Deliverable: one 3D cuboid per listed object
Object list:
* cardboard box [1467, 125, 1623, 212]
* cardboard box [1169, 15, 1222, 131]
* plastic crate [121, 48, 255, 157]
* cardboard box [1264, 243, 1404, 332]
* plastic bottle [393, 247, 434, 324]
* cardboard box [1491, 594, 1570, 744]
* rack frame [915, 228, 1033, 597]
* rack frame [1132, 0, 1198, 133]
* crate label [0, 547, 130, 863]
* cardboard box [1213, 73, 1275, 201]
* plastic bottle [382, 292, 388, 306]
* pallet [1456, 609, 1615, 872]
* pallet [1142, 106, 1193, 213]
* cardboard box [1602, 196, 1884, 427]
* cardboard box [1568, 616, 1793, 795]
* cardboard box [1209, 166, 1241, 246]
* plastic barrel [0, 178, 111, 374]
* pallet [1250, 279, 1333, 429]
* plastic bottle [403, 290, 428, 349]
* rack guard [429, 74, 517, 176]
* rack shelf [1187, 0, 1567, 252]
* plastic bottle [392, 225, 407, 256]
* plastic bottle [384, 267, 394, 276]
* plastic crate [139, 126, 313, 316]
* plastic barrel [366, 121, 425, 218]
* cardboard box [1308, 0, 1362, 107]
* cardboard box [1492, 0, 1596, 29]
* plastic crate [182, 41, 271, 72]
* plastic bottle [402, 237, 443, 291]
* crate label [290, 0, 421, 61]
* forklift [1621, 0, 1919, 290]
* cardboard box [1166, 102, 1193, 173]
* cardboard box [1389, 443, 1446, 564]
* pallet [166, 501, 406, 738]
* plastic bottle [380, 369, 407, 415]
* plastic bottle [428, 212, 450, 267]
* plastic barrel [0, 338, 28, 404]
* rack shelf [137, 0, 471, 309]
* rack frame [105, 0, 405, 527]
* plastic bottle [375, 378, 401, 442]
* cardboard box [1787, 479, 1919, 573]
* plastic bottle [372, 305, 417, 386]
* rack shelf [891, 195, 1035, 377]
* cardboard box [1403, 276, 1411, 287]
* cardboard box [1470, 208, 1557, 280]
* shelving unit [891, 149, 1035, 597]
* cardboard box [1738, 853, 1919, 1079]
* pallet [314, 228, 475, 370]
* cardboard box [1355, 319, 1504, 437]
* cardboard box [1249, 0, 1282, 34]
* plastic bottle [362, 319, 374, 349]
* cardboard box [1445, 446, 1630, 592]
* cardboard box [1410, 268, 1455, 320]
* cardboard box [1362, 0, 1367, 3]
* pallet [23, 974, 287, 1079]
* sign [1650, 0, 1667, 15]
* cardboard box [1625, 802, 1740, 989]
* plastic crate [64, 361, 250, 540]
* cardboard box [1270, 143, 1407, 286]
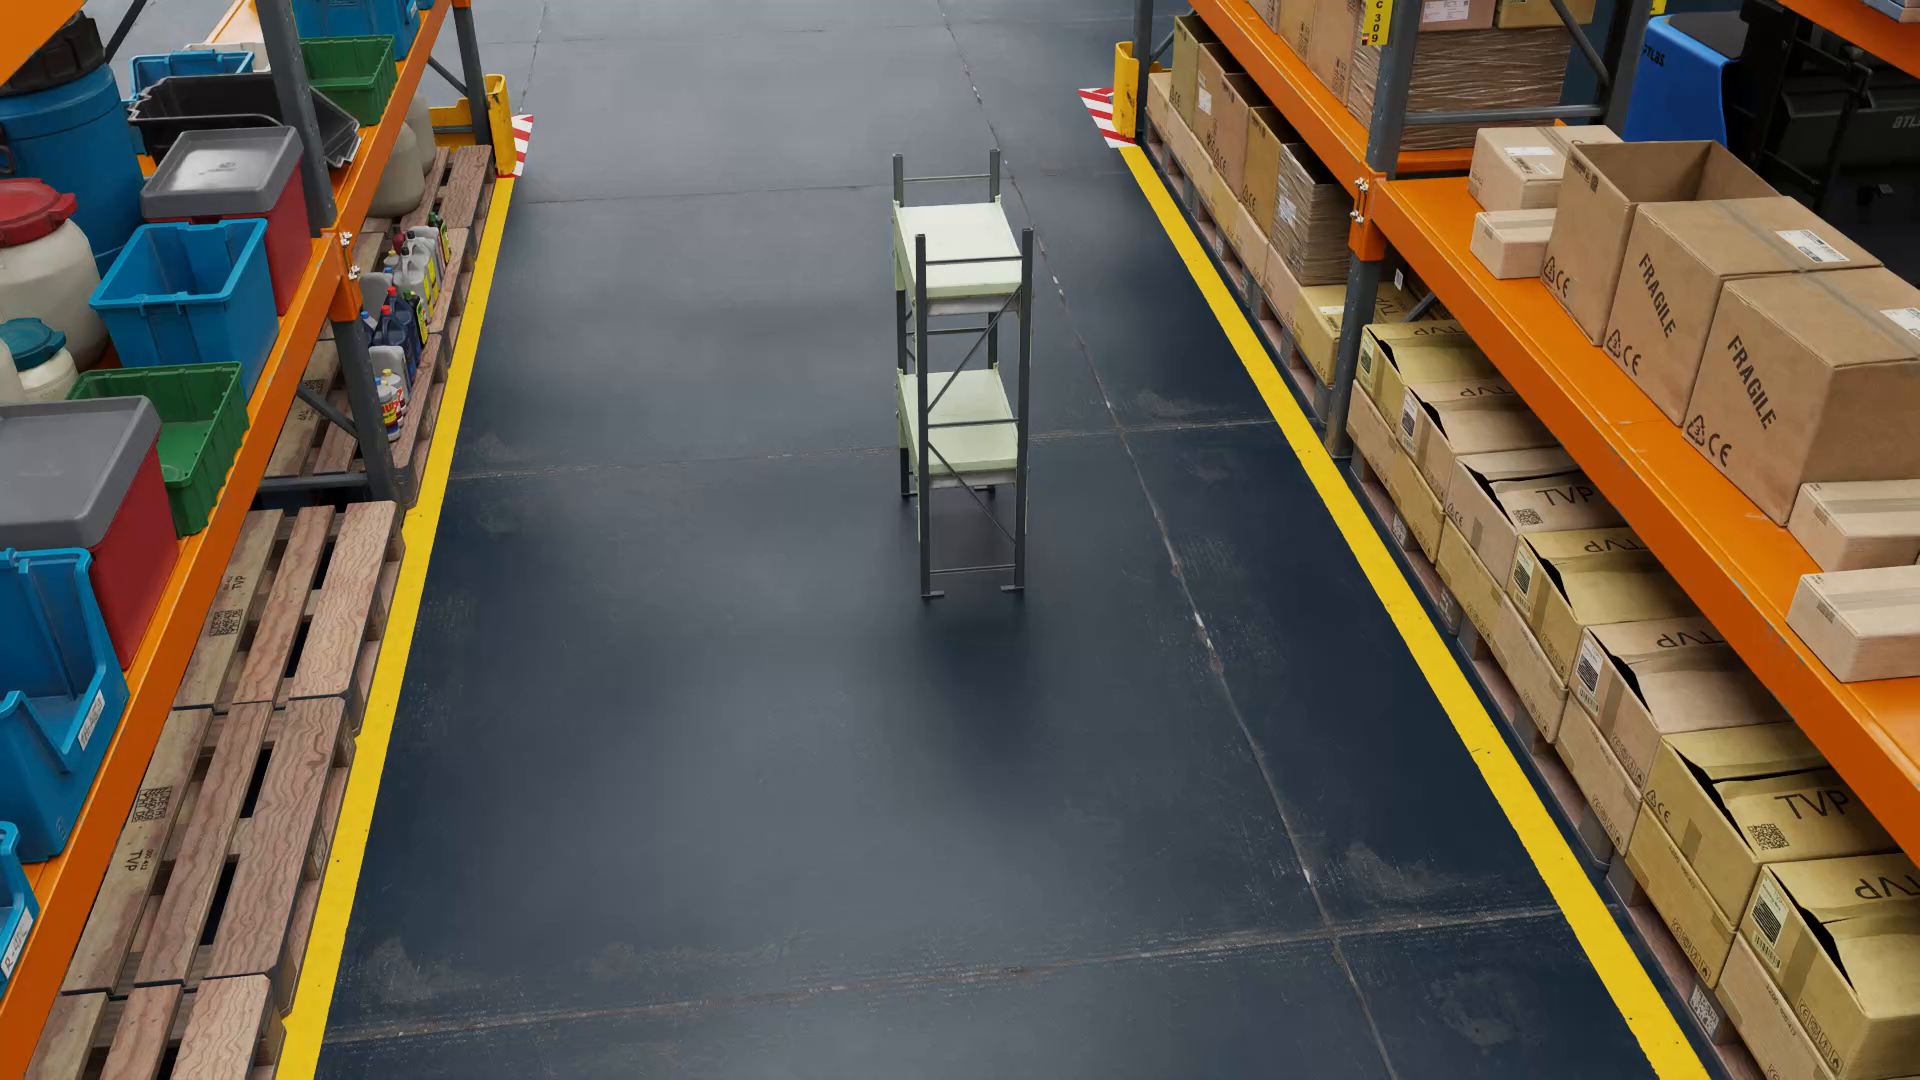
[{"bbox_3d":[2.222,-1.324,6.163,0.500,0.250,0.500,-2,34,-3],"label":"cardboard box"},{"bbox_3d":[1.495,-2.642,9.366,0.500,0.500,0.500,-4,35,-6],"label":"cardboard box"},{"bbox_3d":[-3.214,-1.820,6.889,0.499,0.251,0.616,-4,35,-6],"label":"plastic crate"},{"bbox_3d":[1.776,-1.217,7.941,0.500,0.250,0.500,-4,35,-6],"label":"cardboard box"},{"bbox_3d":[-2.576,-1.196,7.803,0.144,0.351,0.185,-5,35,-7],"label":"plastic bottle"},{"bbox_3d":[2.129,0.407,5.558,0.500,0.250,0.500,-4,34,-5],"label":"cardboard box"},{"bbox_3d":[0.048,-0.419,6.033,0.400,1.500,0.023,-4,35,-6],"label":"rack frame"},{"bbox_3d":[1.575,-3.890,9.794,1.000,3.000,0.127,-4,35,-6],"label":"rack frame"},{"bbox_3d":[-2.124,0.358,3.530,0.502,0.435,0.616,-4,35,-6],"label":"crate label"},{"bbox_3d":[1.625,-2.084,8.547,0.500,0.500,0.500,-4,35,-6],"label":"cardboard box"},{"bbox_3d":[-2.576,-1.005,7.594,0.097,0.271,0.097,0,34,0],"label":"plastic bottle"},{"bbox_3d":[2.418,0.585,5.704,1.003,0.211,1.213,-4,35,-6],"label":"pallet"},{"bbox_3d":[1.719,-2.314,9.958,1.003,0.211,1.213,-4,35,-6],"label":"pallet"},{"bbox_3d":[2.338,-0.696,5.018,0.500,0.500,0.500,-4,35,-6],"label":"cardboard box"},{"bbox_3d":[2.195,0.460,4.982,0.500,0.311,0.500,-5,35,-7],"label":"cardboard box"},{"bbox_3d":[1.626,-1.774,8.758,0.500,0.250,0.500,-4,35,-6],"label":"cardboard box"},{"bbox_3d":[-2.885,-0.790,5.125,0.433,0.535,0.433,0,34,0],"label":"plastic barrel"},{"bbox_3d":[2.047,-0.952,7.960,1.003,0.211,1.213,-4,35,-6],"label":"pallet"},{"bbox_3d":[-2.500,-1.026,7.614,0.061,0.283,0.133,-3,34,-4],"label":"plastic bottle"},{"bbox_3d":[-3.277,-2.445,9.894,1.175,0.500,0.348,-4,35,-6],"label":"rack guard"},{"bbox_3d":[1.844,-2.476,8.359,1.077,0.370,4.000,-4,35,-6],"label":"rack shelf"},{"bbox_3d":[-2.752,-1.433,8.211,0.061,0.283,0.133,-4,35,-6],"label":"plastic bottle"},{"bbox_3d":[-2.715,-1.205,7.948,0.097,0.201,0.097,0,34,0],"label":"plastic bottle"},{"bbox_3d":[-2.428,-1.064,5.591,0.402,0.464,0.583,-4,35,-6],"label":"plastic crate"},{"bbox_3d":[-3.103,-2.021,8.888,0.421,0.512,0.421,0,34,0],"label":"plastic barrel"},{"bbox_3d":[1.969,-2.240,7.284,0.700,0.500,0.500,-5,35,-7],"label":"cardboard box"},{"bbox_3d":[2.268,-2.132,6.550,0.380,0.149,0.250,-4,35,-6],"label":"cardboard box"},{"bbox_3d":[-3.266,-2.063,7.347,0.530,0.136,0.437,-4,35,-6],"label":"plastic crate"},{"bbox_3d":[-2.627,-1.361,8.112,0.152,0.276,0.135,-5,35,-8],"label":"plastic bottle"},{"bbox_3d":[-2.819,-2.525,7.760,0.502,0.435,0.616,-4,35,-6],"label":"crate label"},{"bbox_3d":[4.478,-2.405,7.677,1.130,2.935,3.031,-6,35,-9],"label":"forklift"},{"bbox_3d":[1.497,-2.332,9.577,0.500,0.250,0.500,-4,35,-6],"label":"cardboard box"},{"bbox_3d":[1.989,-0.166,6.398,0.500,0.250,0.500,-4,34,-5],"label":"cardboard box"},{"bbox_3d":[-2.652,0.303,6.118,1.003,0.211,1.213,-4,35,-6],"label":"pallet"},{"bbox_3d":[-2.432,-0.635,7.112,0.097,0.201,0.097,0,34,0],"label":"plastic bottle"},{"bbox_3d":[-2.619,-1.521,8.339,0.061,0.283,0.133,-4,34,-5],"label":"plastic bottle"},{"bbox_3d":[-2.786,-0.381,4.525,0.433,0.535,0.433,0,34,0],"label":"plastic barrel"},{"bbox_3d":[-3.065,-2.103,7.812,1.077,0.370,4.000,-4,35,-6],"label":"rack shelf"},{"bbox_3d":[-2.796,-1.285,5.971,1.000,3.000,0.127,-4,35,-6],"label":"rack frame"},{"bbox_3d":[-2.405,-0.550,6.925,0.097,0.271,0.097,0,34,0],"label":"plastic bottle"},{"bbox_3d":[2.423,-0.029,4.352,0.380,0.149,0.250,-2,34,-3],"label":"cardboard box"},{"bbox_3d":[-2.494,-0.854,7.301,0.144,0.351,0.185,-3,34,-5],"label":"plastic bottle"},{"bbox_3d":[-0.001,-0.946,6.113,0.431,0.370,0.720,-4,35,-6],"label":"rack shelf"},{"bbox_3d":[2.288,-1.256,7.998,0.500,0.250,0.500,-4,35,-6],"label":"cardboard box"},{"bbox_3d":[2.029,-1.044,5.841,0.380,0.149,0.250,-4,35,-6],"label":"cardboard box"},{"bbox_3d":[-0.001,-0.623,6.333,0.431,1.500,0.755,-4,35,-6],"label":"shelving unit"},{"bbox_3d":[2.336,1.032,4.143,0.500,0.311,0.500,-3,34,-5],"label":"cardboard box"},{"bbox_3d":[-3.013,-1.193,8.312,1.003,0.211,1.213,-4,35,-6],"label":"pallet"},{"bbox_3d":[1.921,-0.677,6.651,0.500,0.311,0.500,-4,35,-6],"label":"cardboard box"},{"bbox_3d":[1.836,-2.806,8.115,0.700,0.500,0.500,-3,34,-5],"label":"cardboard box"},{"bbox_3d":[-2.637,-0.843,7.285,0.144,0.351,0.185,-4,35,-6],"label":"plastic bottle"},{"bbox_3d":[2.054,-0.109,5.817,0.500,0.311,0.500,-5,35,-8],"label":"cardboard box"},{"bbox_3d":[2.360,-1.287,7.378,0.500,0.500,0.500,-4,35,-6],"label":"cardboard box"},{"bbox_3d":[1.832,-2.241,6.710,0.380,0.149,0.250,-5,35,-7],"label":"cardboard box"},{"bbox_3d":[-2.324,1.665,4.120,1.003,0.211,1.213,-4,35,-6],"label":"pallet"},{"bbox_3d":[2.649,-2.150,6.283,0.100,0.325,0.005,-4,35,-6],"label":"sign"},{"bbox_3d":[2.265,0.975,4.725,0.500,0.250,0.500,-5,35,-7],"label":"cardboard box"},{"bbox_3d":[-2.282,-0.247,4.636,0.450,0.188,0.662,-4,35,-6],"label":"plastic crate"},{"bbox_3d":[1.778,-1.527,7.730,0.500,0.500,0.500,-4,35,-6],"label":"cardboard box"}]
